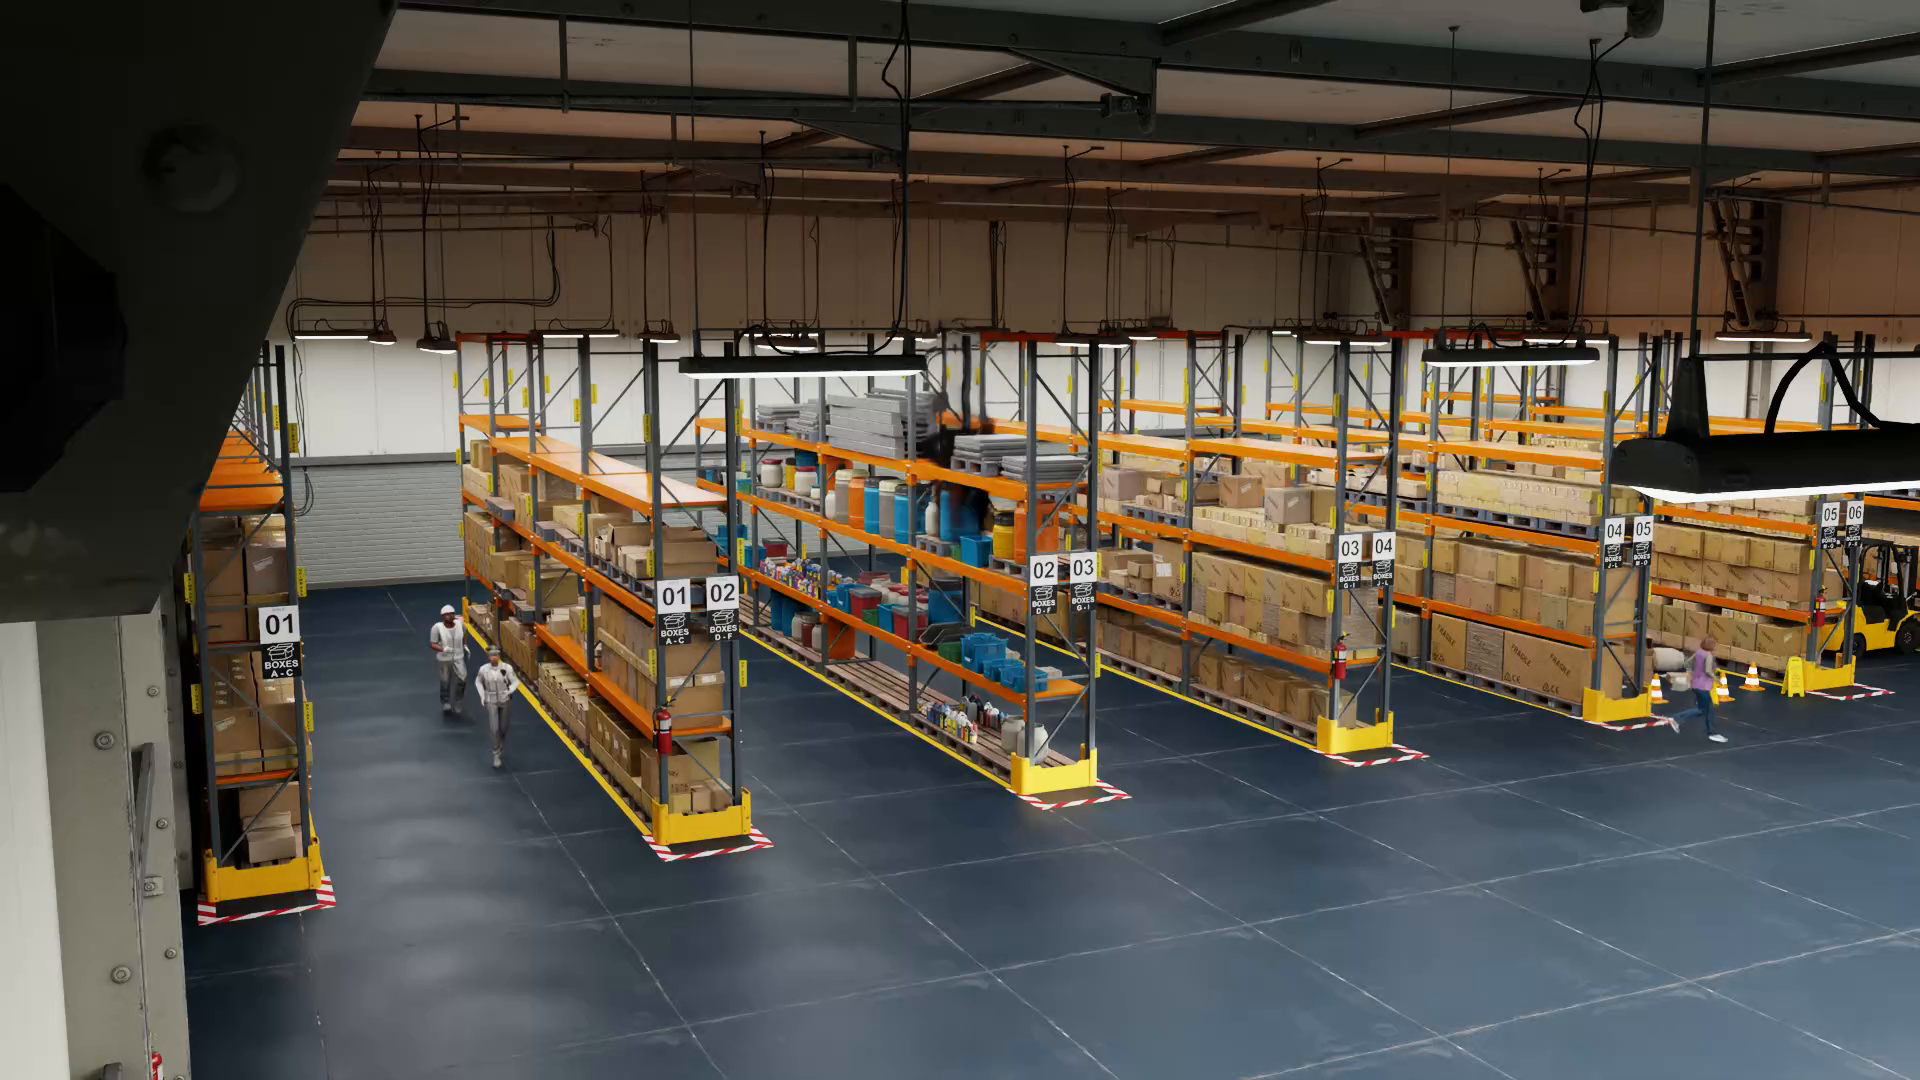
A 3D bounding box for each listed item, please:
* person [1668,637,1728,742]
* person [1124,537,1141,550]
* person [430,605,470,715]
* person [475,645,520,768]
[{"bbox_3d":[11.019,2.221,24.775,0.878,1.578,0.568,0,8,1],"label":"person"},{"bbox_3d":[4.357,-0.187,41.960,1.048,1.770,0.720,4,9,28],"label":"person"},{"bbox_3d":[-8.060,1.905,26.376,0.662,1.774,0.785,-5,9,-32],"label":"person"},{"bbox_3d":[-6.563,2.305,23.627,0.608,1.705,0.833,-2,8,-17],"label":"person"}]
